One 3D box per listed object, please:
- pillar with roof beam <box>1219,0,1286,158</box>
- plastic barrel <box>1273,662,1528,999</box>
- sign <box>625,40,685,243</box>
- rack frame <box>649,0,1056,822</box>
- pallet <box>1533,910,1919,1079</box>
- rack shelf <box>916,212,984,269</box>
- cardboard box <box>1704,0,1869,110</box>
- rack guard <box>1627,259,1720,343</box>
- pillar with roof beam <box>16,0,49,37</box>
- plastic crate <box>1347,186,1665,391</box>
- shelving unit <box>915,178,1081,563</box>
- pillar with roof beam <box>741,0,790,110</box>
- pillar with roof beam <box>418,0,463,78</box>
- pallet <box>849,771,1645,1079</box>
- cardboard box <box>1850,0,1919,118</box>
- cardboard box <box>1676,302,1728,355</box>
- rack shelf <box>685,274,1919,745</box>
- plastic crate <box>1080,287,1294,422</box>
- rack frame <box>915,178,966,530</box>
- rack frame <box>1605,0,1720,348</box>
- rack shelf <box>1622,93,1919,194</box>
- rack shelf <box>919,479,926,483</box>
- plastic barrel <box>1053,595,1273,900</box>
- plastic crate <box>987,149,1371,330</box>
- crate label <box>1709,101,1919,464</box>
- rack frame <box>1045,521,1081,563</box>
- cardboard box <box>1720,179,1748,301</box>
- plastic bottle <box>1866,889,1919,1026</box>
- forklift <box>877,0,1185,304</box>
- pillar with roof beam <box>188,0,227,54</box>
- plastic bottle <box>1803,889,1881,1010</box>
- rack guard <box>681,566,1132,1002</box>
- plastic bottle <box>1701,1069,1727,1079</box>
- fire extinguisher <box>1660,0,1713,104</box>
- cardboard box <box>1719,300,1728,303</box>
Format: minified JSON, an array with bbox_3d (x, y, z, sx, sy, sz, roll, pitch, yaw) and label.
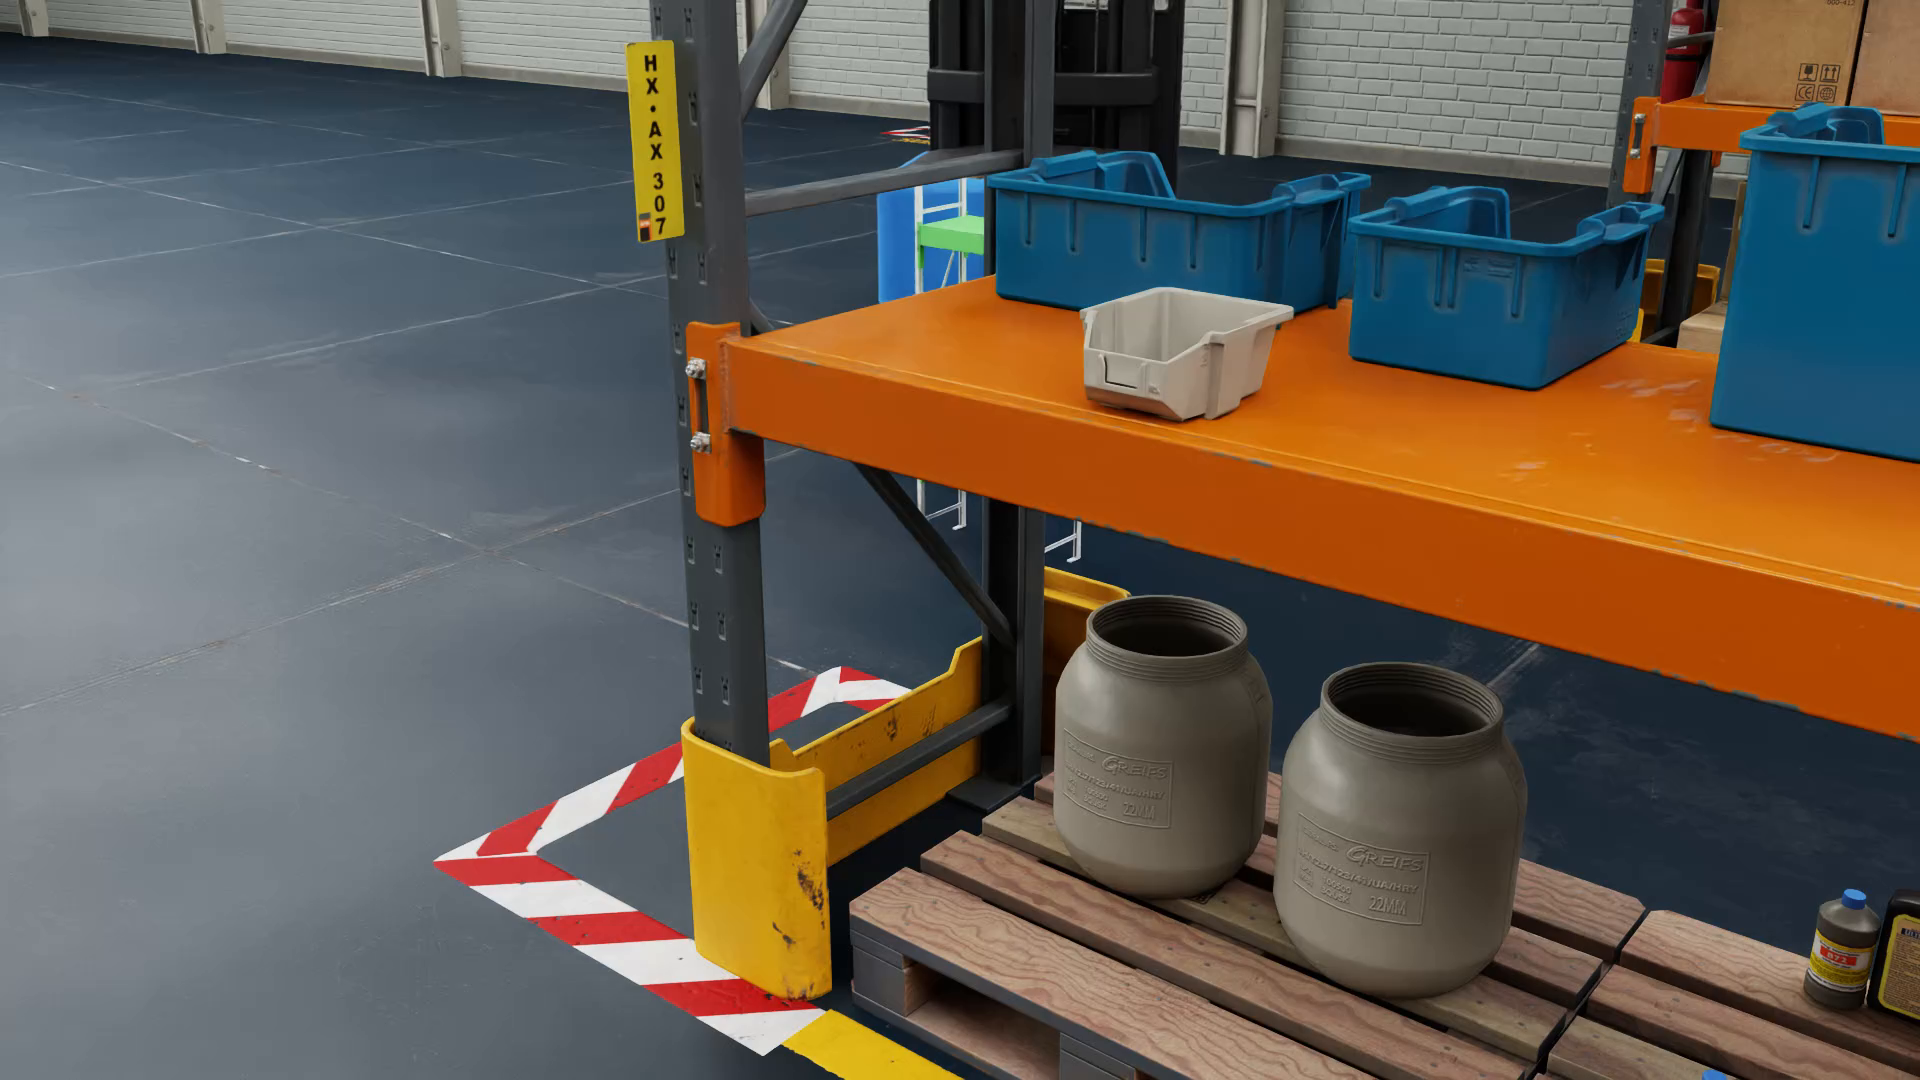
[{"bbox_3d":[-0.178,-6.447,10.011,0.400,9.000,9.100,16,26,36],"label":"pillar with roof beam"},{"bbox_3d":[0.785,0.515,2.981,0.421,0.512,0.421,0,21,0],"label":"plastic barrel"},{"bbox_3d":[-0.512,-0.670,2.801,0.005,0.325,0.100,16,26,36],"label":"sign"},{"bbox_3d":[-0.161,-0.690,3.246,0.127,3.000,1.000,16,26,36],"label":"rack frame"},{"bbox_3d":[1.494,1.074,2.521,1.213,0.211,1.003,16,26,36],"label":"pallet"},{"bbox_3d":[0.128,-0.914,5.212,0.480,0.148,0.258,16,26,36],"label":"rack shelf"},{"bbox_3d":[3.327,-1.982,6.532,0.500,0.500,0.700,16,26,36],"label":"cardboard box"},{"bbox_3d":[2.955,-0.879,7.290,0.348,0.500,1.175,16,26,36],"label":"rack guard"},{"bbox_3d":[-18.772,-11.802,24.211,0.400,9.000,9.100,16,26,36],"label":"pillar with roof beam"},{"bbox_3d":[0.915,-0.444,2.805,0.408,0.251,0.499,16,26,36],"label":"plastic crate"},{"bbox_3d":[0.128,-0.524,5.359,0.503,1.200,0.258,16,26,36],"label":"shelving unit"},{"bbox_3d":[-4.827,-7.786,13.561,0.400,9.000,9.100,16,26,36],"label":"pillar with roof beam"},{"bbox_3d":[-9.475,-9.124,17.111,0.400,9.000,9.100,16,26,36],"label":"pillar with roof beam"},{"bbox_3d":[0.553,0.802,3.243,1.213,0.211,1.003,16,26,36],"label":"pallet"},{"bbox_3d":[3.737,-1.866,6.225,0.500,0.500,0.700,17,26,38],"label":"cardboard box"},{"bbox_3d":[3.248,-0.773,6.767,0.500,0.250,0.500,16,26,36],"label":"cardboard box"},{"bbox_3d":[1.388,0.093,2.190,4.000,0.370,1.077,16,26,36],"label":"rack shelf"},{"bbox_3d":[0.329,-0.279,2.530,0.250,0.136,0.298,16,26,36],"label":"plastic crate"},{"bbox_3d":[-0.061,-0.579,5.503,0.015,1.200,0.240,16,26,36],"label":"rack frame"},{"bbox_3d":[2.974,-2.043,6.835,0.127,3.000,1.000,16,26,36],"label":"rack frame"},{"bbox_3d":[4.523,-1.260,5.779,4.000,0.370,1.077,16,26,36],"label":"rack shelf"},{"bbox_3d":[0.128,-0.240,5.466,0.480,0.148,0.258,16,26,36],"label":"rack shelf"},{"bbox_3d":[0.397,0.404,3.277,0.421,0.512,0.421,0,21,0],"label":"plastic barrel"},{"bbox_3d":[0.416,-0.590,3.193,0.616,0.251,0.499,16,26,36],"label":"plastic crate"},{"bbox_3d":[1.436,-0.370,2.347,0.616,0.435,0.502,16,26,36],"label":"crate label"},{"bbox_3d":[0.317,-0.470,5.214,0.015,1.200,0.240,16,26,36],"label":"rack frame"},{"bbox_3d":[3.577,-1.266,7.012,0.500,0.500,0.500,16,26,36],"label":"cardboard box"},{"bbox_3d":[1.641,0.686,2.823,0.133,0.283,0.061,17,26,38],"label":"plastic bottle"},{"bbox_3d":[0.457,-2.202,7.353,1.130,2.935,3.031,4,21,10],"label":"forklift"},{"bbox_3d":[-14.123,-10.463,20.661,0.400,9.000,9.100,16,26,36],"label":"pillar with roof beam"},{"bbox_3d":[1.539,0.704,2.894,0.097,0.201,0.097,0,21,0],"label":"plastic bottle"},{"bbox_3d":[-0.073,0.484,3.677,0.348,0.500,1.175,16,26,36],"label":"rack guard"},{"bbox_3d":[1.046,0.871,2.352,0.097,0.271,0.097,0,21,0],"label":"plastic bottle"},{"bbox_3d":[3.176,-2.160,7.255,0.183,0.674,0.296,16,26,36],"label":"fire extinguisher"},{"bbox_3d":[3.576,-0.914,7.143,0.500,0.250,0.500,16,26,36],"label":"cardboard box"}]
